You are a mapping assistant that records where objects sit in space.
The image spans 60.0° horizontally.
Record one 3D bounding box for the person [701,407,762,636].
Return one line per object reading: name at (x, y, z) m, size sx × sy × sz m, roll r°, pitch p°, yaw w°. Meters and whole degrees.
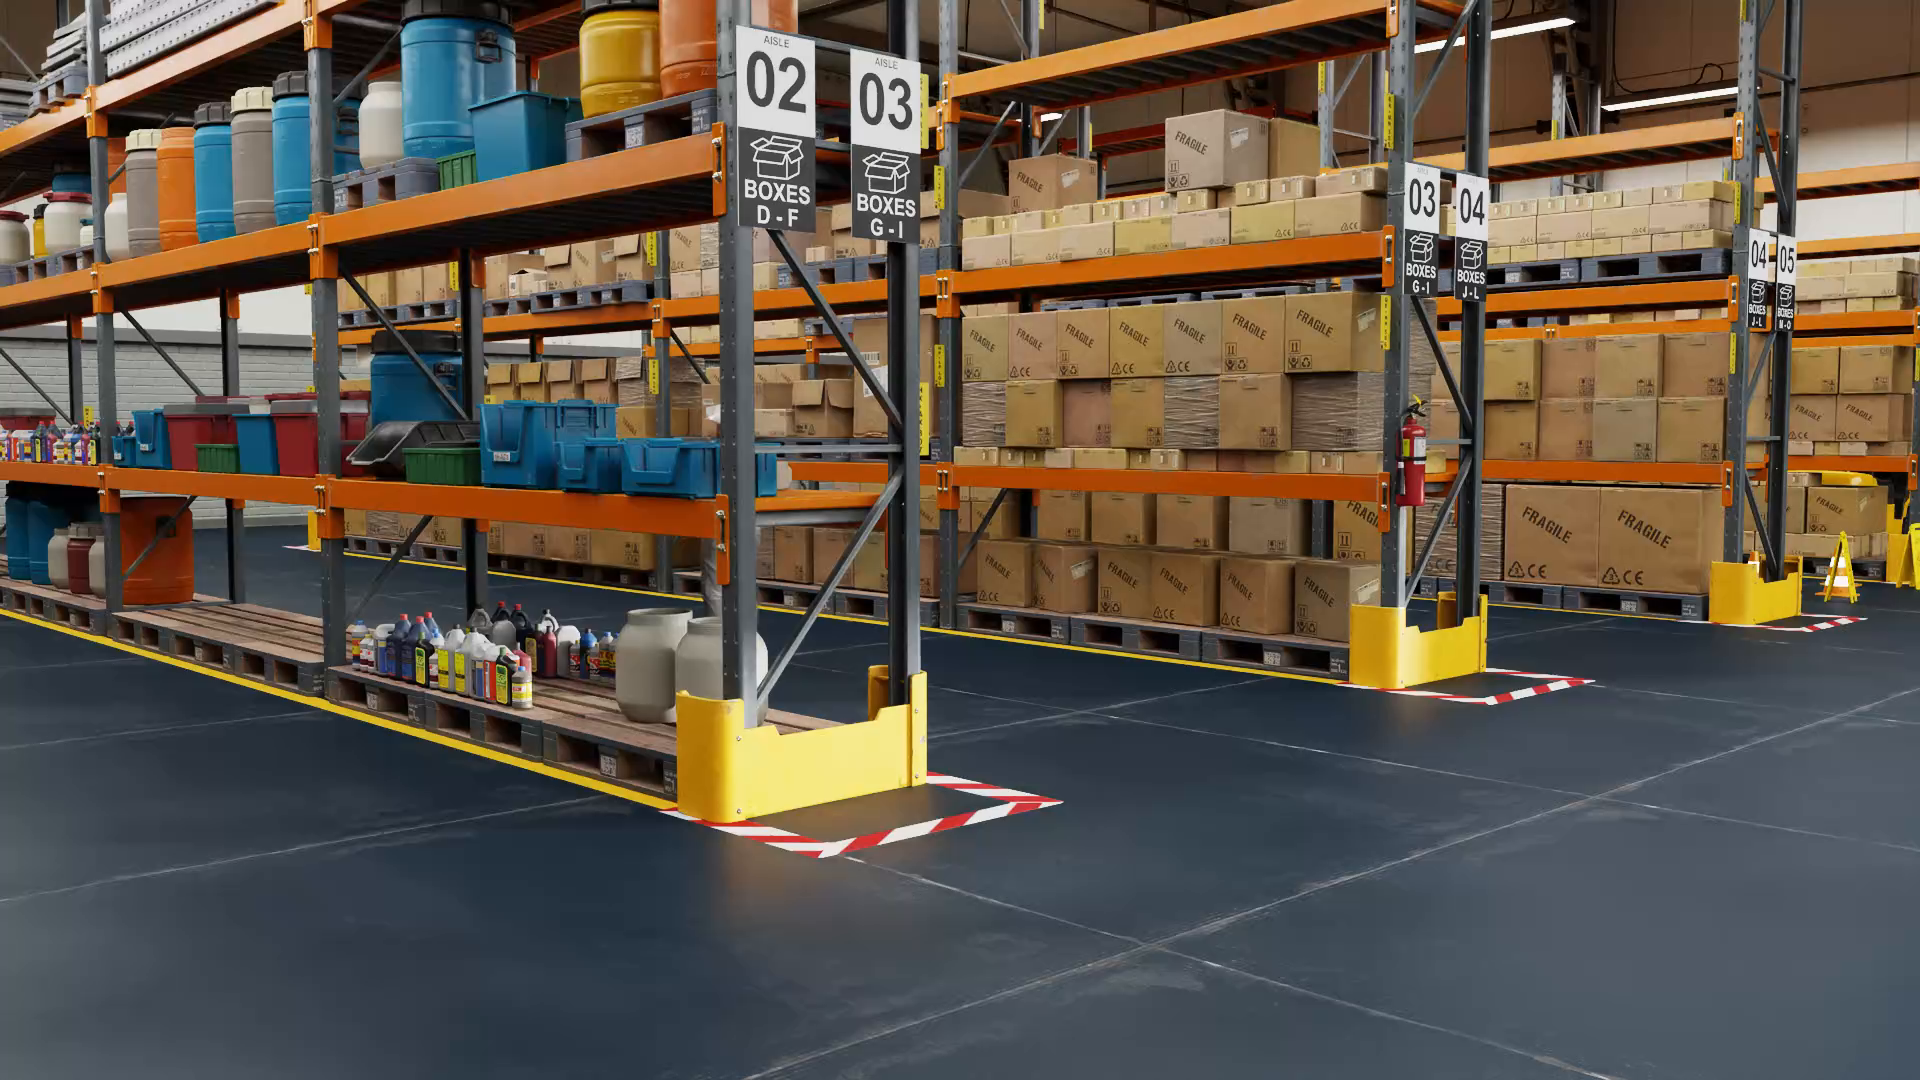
person at (-1.657, -0.077, 11.669) m, size 0.528 × 1.777 × 0.529 m, roll -4°, pitch 5°, yaw -44°
